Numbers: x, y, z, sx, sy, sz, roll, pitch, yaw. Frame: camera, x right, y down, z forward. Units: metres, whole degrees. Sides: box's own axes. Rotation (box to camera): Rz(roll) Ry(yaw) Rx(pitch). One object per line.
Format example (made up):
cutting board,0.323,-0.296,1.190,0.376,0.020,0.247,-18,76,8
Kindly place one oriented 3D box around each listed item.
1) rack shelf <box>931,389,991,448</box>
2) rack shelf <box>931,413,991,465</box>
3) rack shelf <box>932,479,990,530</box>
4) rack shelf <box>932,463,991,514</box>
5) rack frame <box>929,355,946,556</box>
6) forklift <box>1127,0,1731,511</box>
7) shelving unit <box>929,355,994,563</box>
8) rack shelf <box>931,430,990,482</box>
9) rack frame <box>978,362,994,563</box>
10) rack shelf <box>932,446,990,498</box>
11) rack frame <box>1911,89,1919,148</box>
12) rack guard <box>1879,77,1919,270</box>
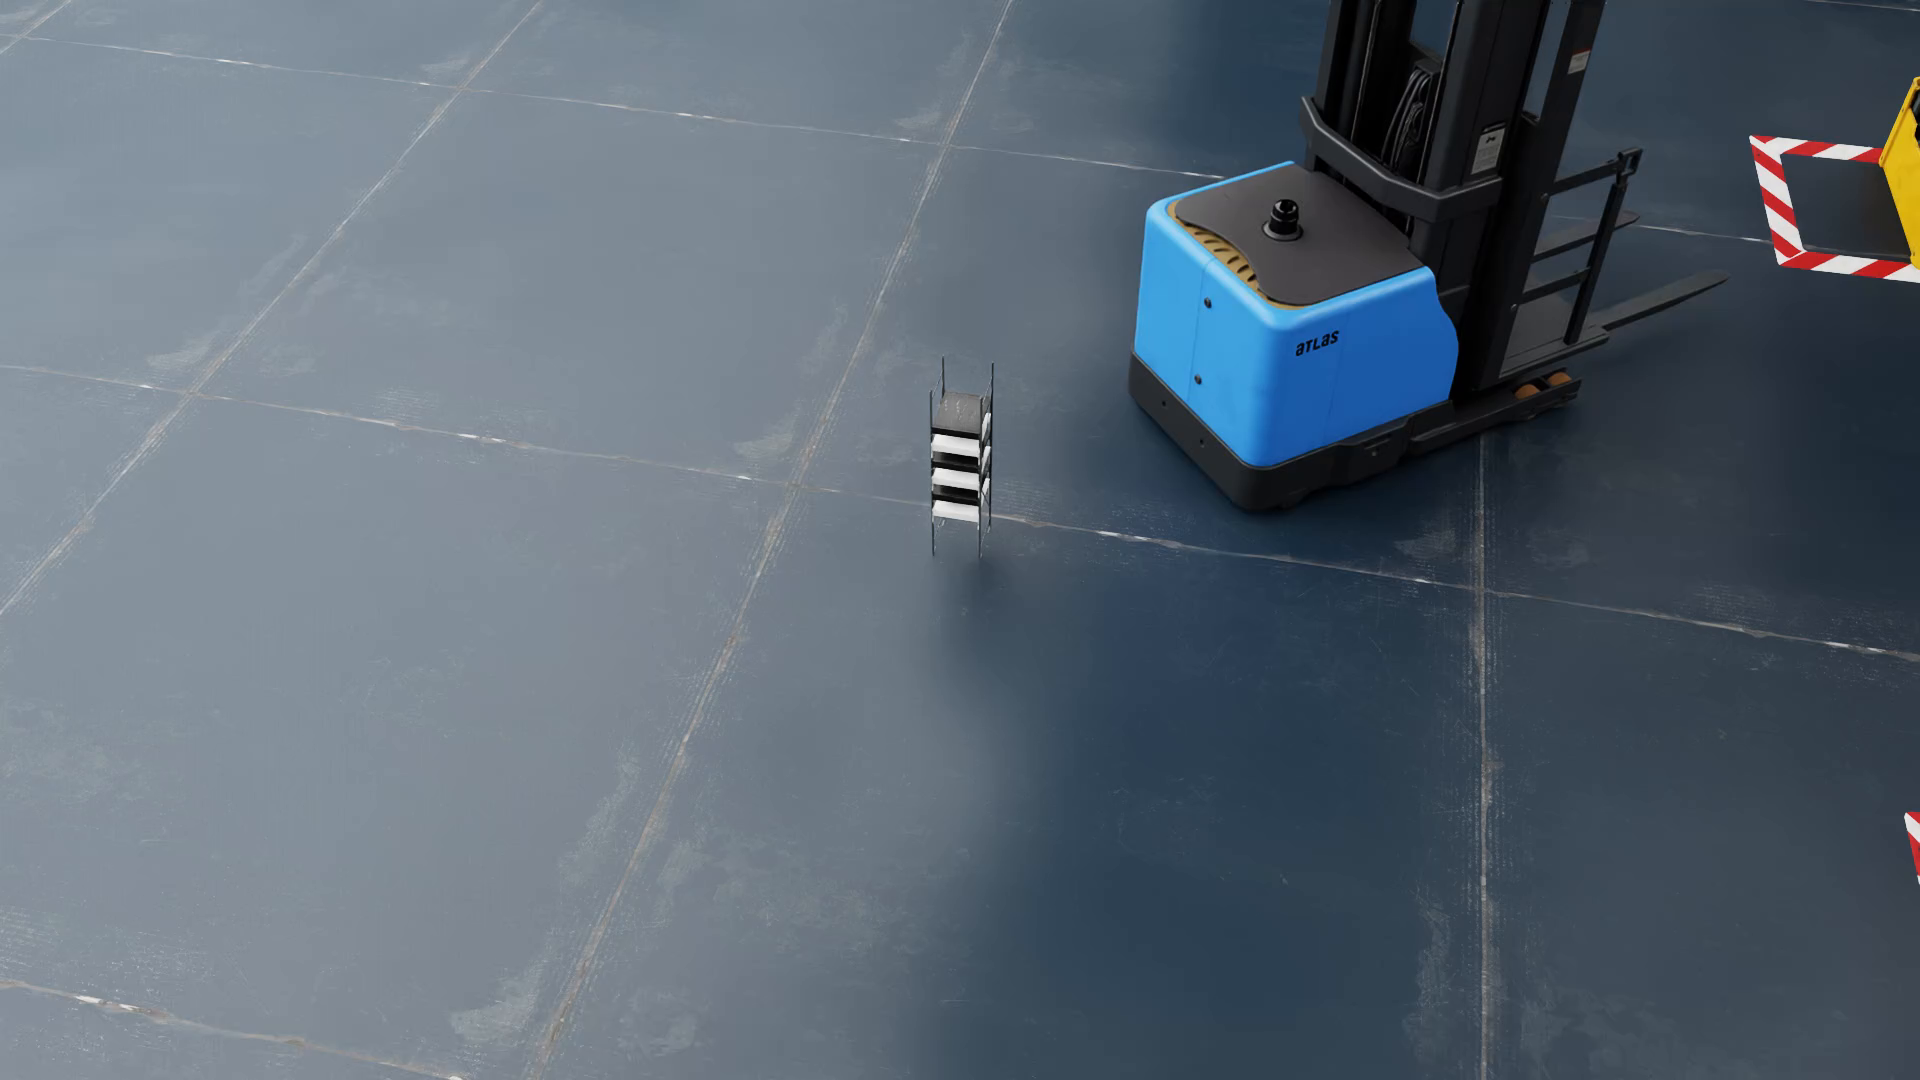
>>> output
rack shelf,0.008,-0.493,6.733,0.200,0.077,0.258,9,45,9
rack shelf,0.008,-0.429,6.795,0.200,0.077,0.258,9,45,9
rack shelf,0.008,-0.169,7.045,0.200,0.077,0.258,9,45,9
rack shelf,0.008,-0.234,6.982,0.200,0.077,0.258,9,45,9
rack frame,-0.091,-0.338,6.913,0.006,0.900,0.240,9,45,9
forklift,2.335,-1.920,7.092,3.031,2.935,1.130,-20,47,-20
shelving unit,0.008,-0.323,6.897,0.210,0.900,0.258,9,45,9
rack shelf,0.008,-0.364,6.857,0.200,0.077,0.258,9,45,9
rack frame,0.107,-0.308,6.881,0.006,0.900,0.240,9,45,9
rack shelf,0.008,-0.299,6.920,0.200,0.077,0.258,9,45,9
rack frame,5.197,-2.863,8.022,0.127,3.000,1.000,9,45,9
rack guard,5.271,-1.951,8.877,0.348,0.500,1.175,9,45,9
